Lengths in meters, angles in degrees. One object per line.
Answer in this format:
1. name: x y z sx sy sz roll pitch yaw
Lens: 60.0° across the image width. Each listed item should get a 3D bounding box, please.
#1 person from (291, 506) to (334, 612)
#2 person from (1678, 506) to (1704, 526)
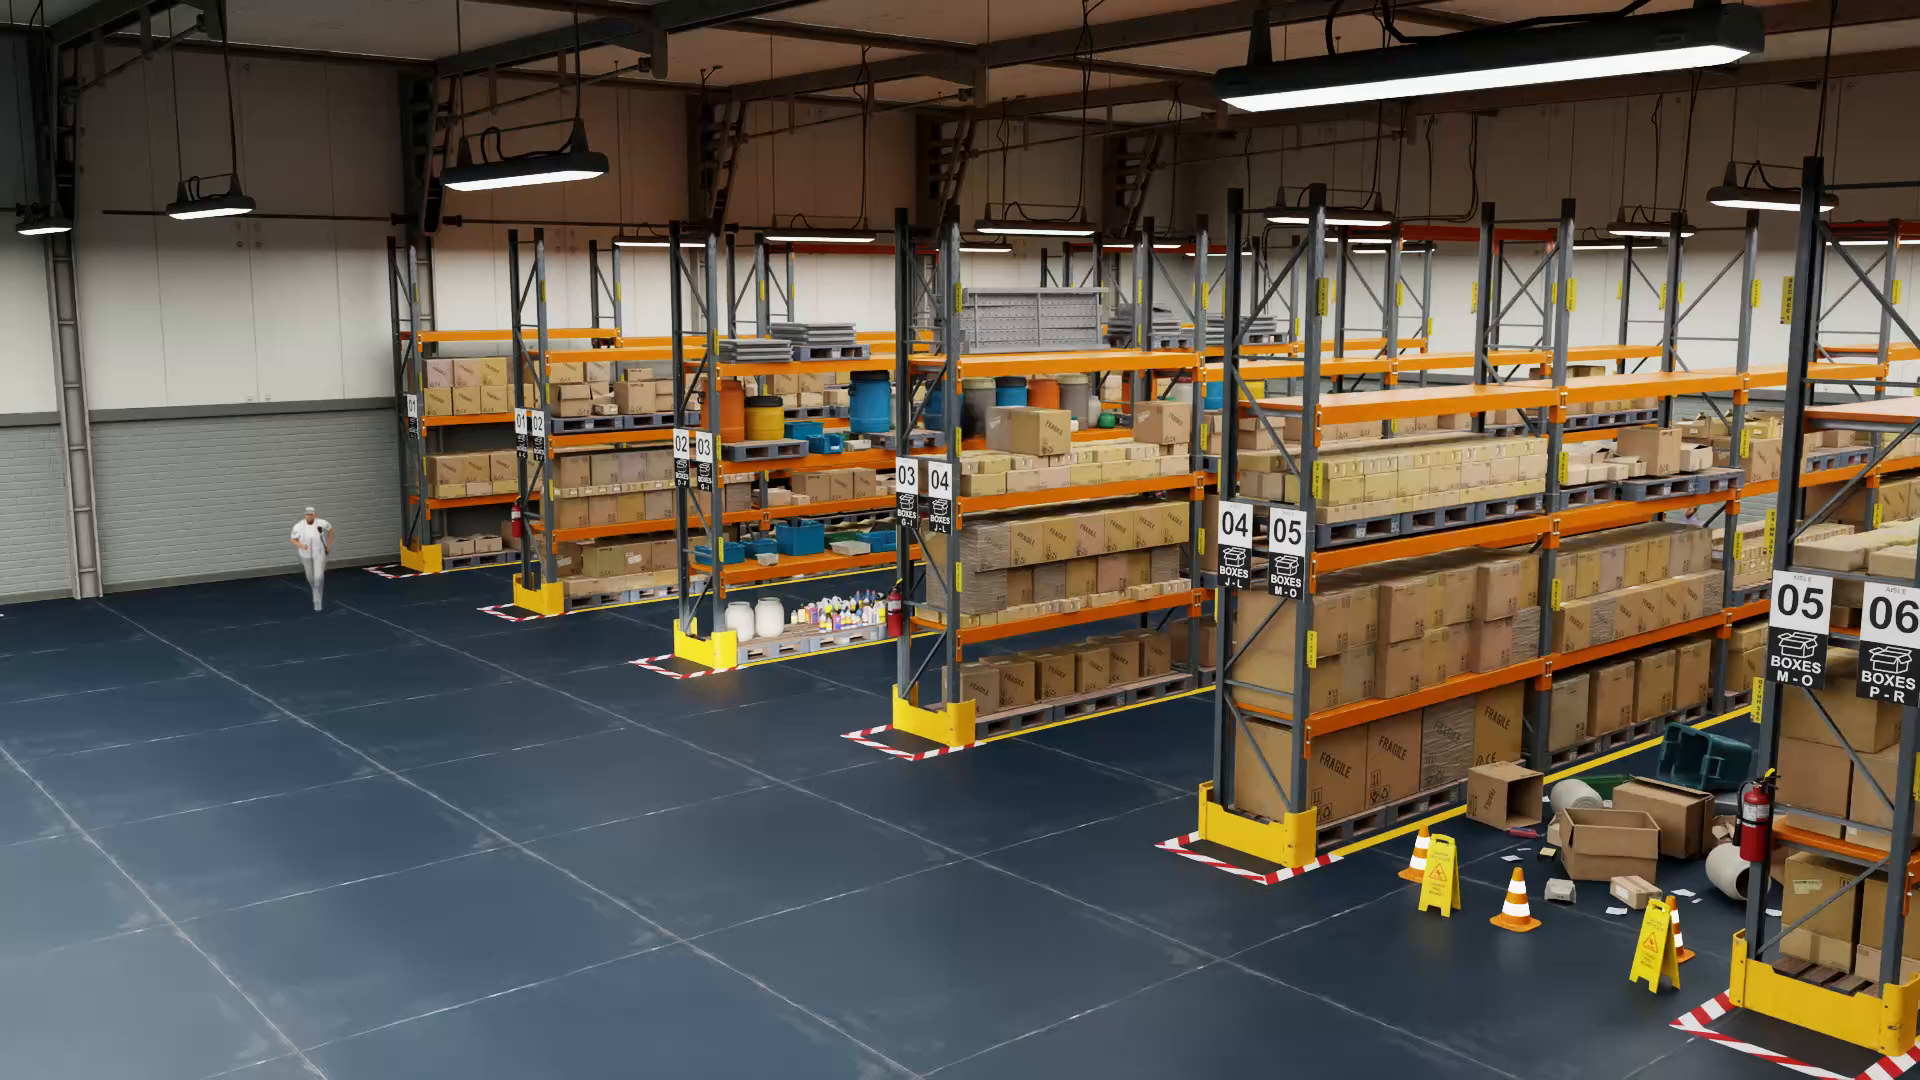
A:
1. person: -10.381 0.275 26.724 0.617 1.696 0.890 -2 9 -13
2. person: 11.978 0.146 27.496 0.772 1.609 0.734 -5 10 -29
